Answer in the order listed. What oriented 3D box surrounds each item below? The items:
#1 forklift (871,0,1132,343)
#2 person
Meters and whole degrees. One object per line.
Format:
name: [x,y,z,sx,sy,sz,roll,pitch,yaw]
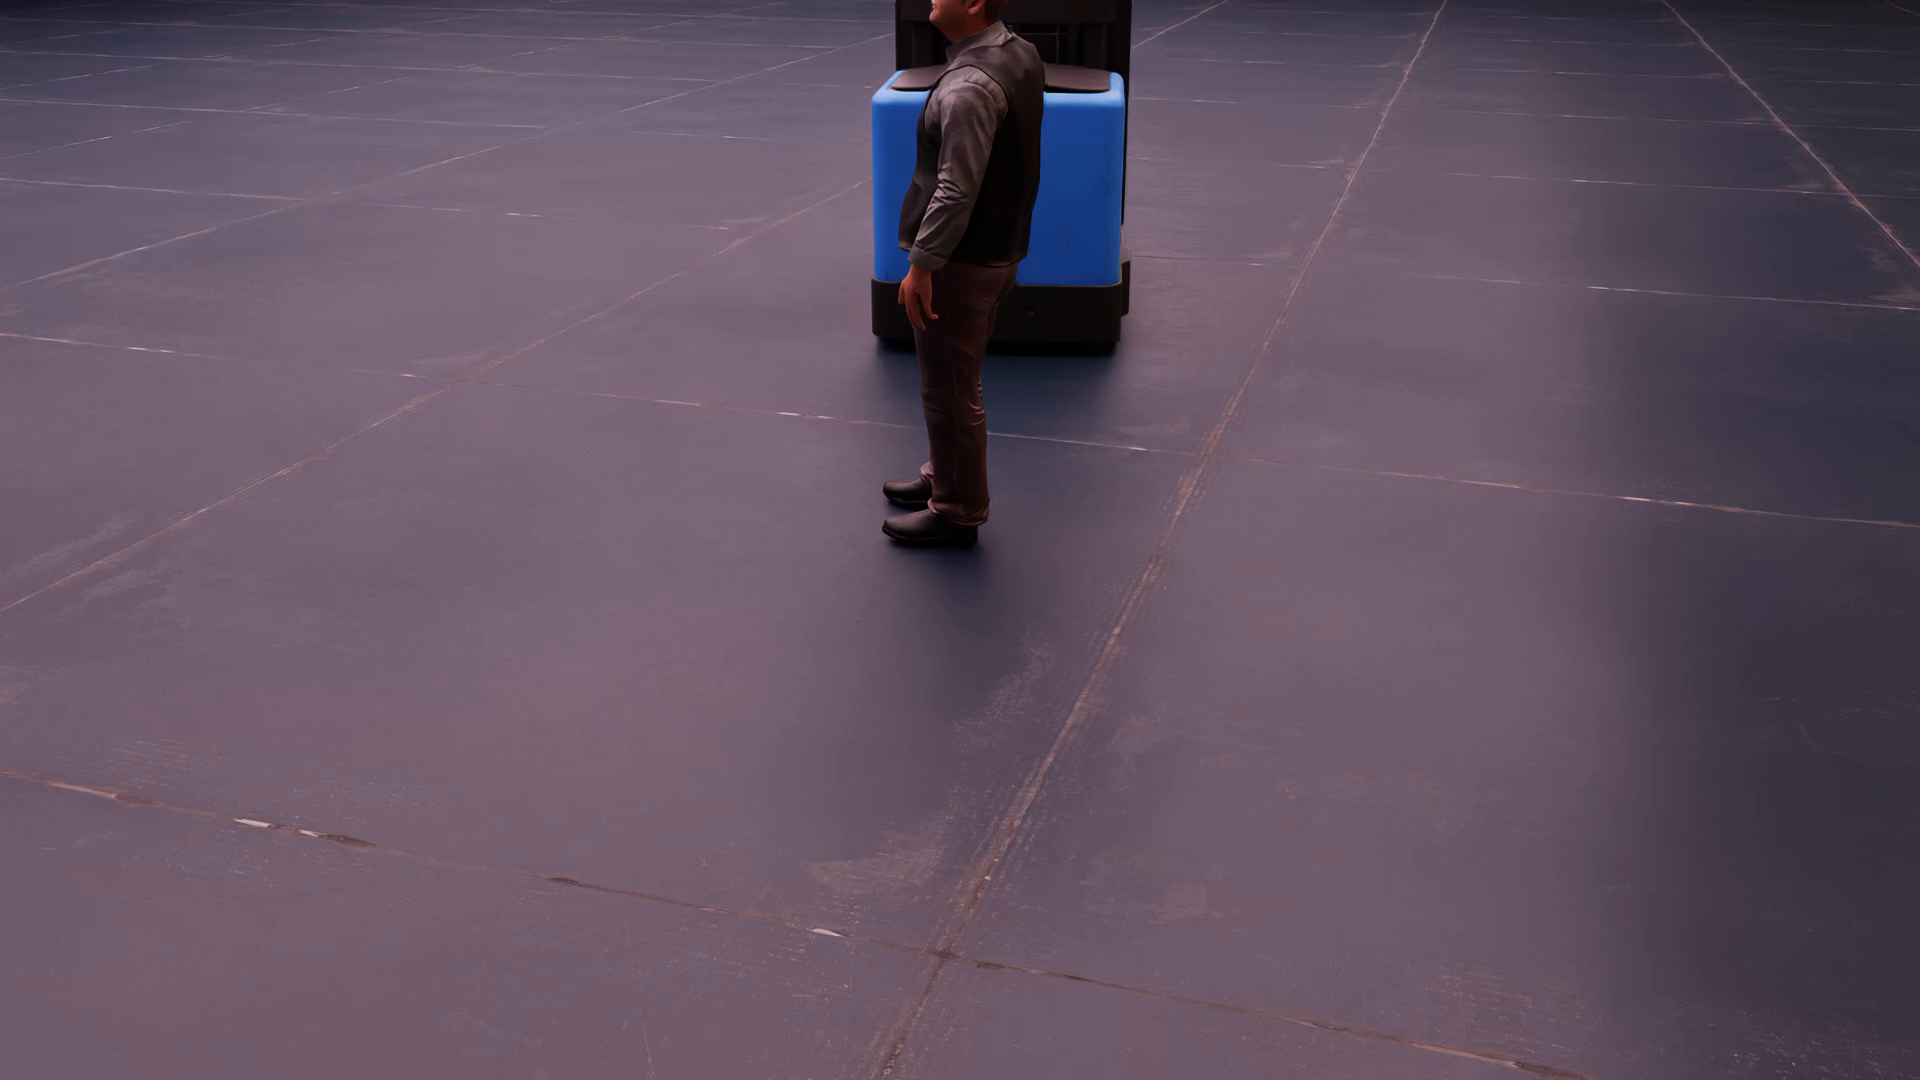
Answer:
forklift: [0.266,-2.695,7.806,1.130,2.935,3.031,2,23,4]
person: [-0.056,-0.813,4.814,0.568,1.720,0.632,7,23,16]
